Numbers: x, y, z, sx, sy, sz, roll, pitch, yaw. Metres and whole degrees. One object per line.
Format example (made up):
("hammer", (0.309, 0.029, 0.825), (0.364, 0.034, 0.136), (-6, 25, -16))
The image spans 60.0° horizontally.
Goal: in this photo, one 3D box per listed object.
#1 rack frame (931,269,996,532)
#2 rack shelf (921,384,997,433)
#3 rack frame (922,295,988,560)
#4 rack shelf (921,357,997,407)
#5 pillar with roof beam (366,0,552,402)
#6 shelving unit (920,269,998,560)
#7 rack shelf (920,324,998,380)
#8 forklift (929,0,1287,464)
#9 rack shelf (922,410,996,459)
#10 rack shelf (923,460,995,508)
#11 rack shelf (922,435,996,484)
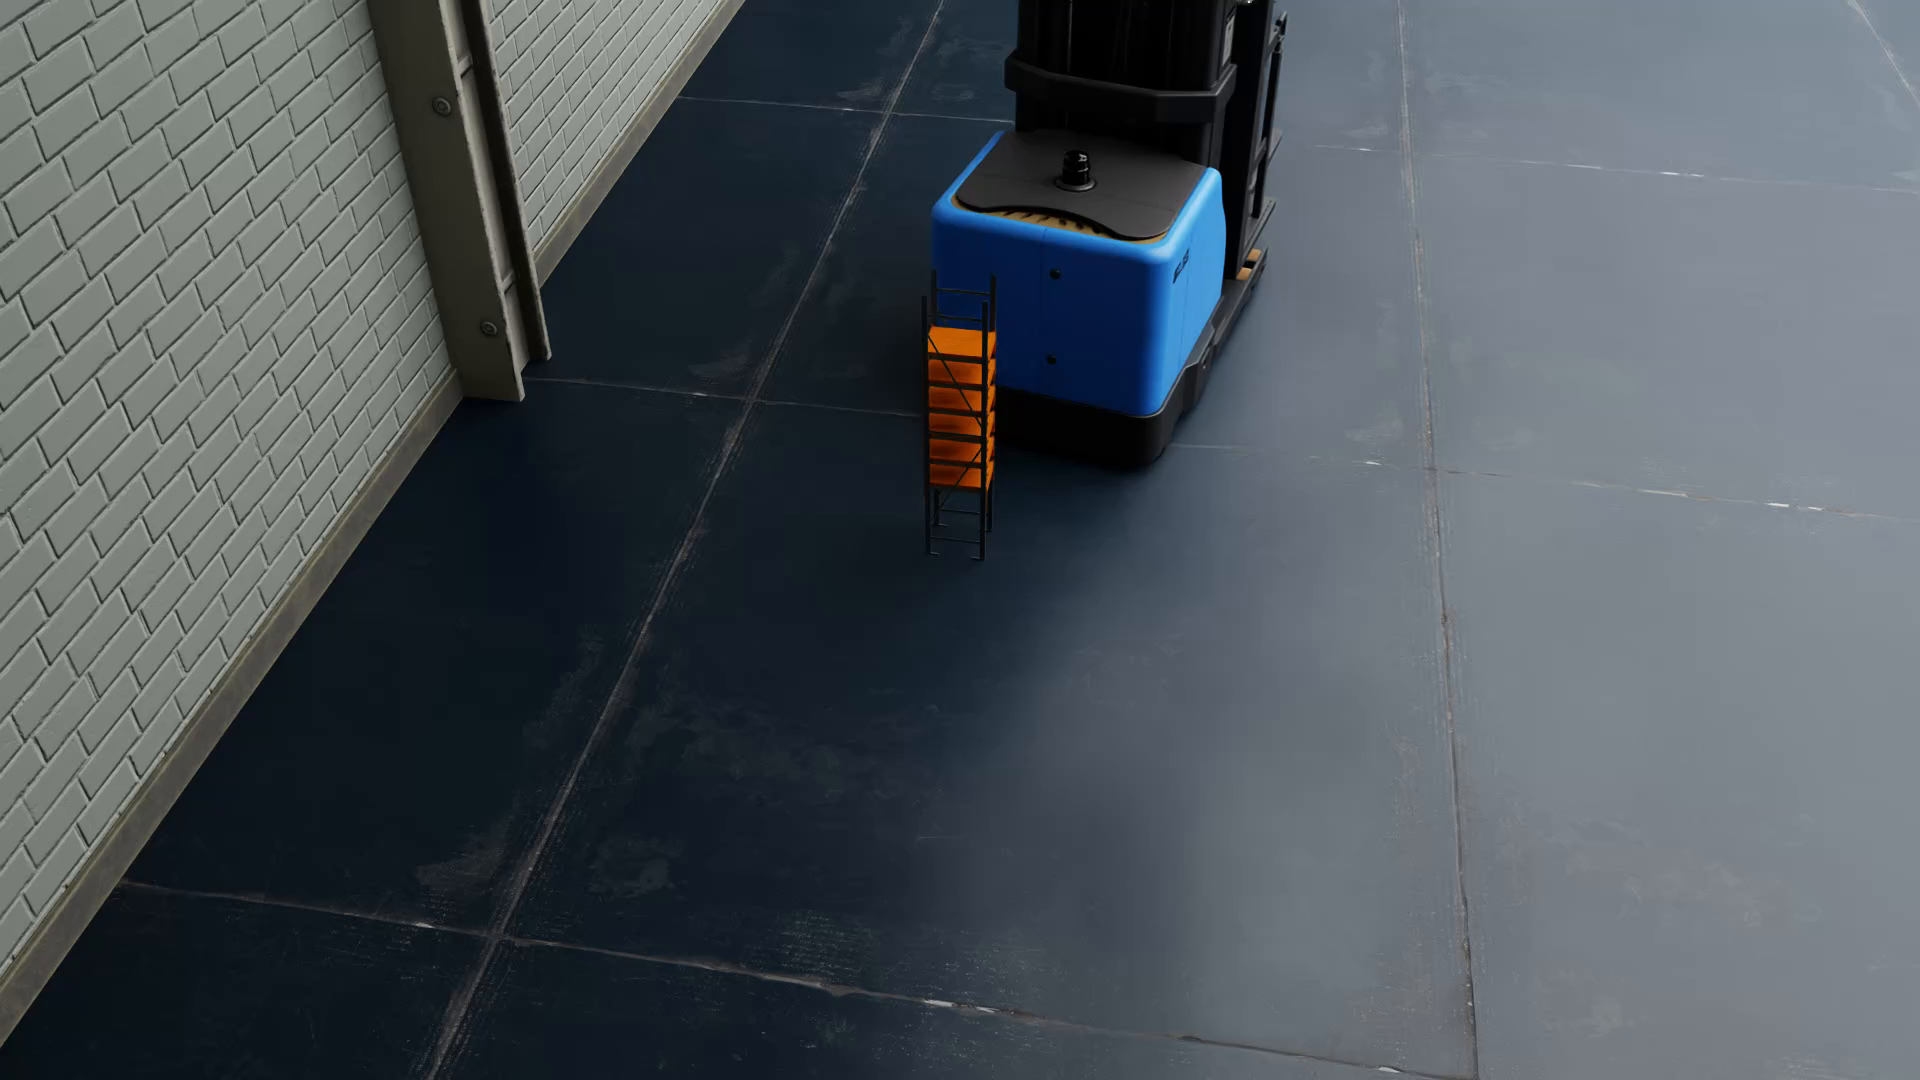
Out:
("rack frame", (0.013, -0.511, 6.426), (0.240, 1.200, 0.006), (6, 40, 8))
("rack shelf", (-0.002, -0.512, 6.309), (0.258, 0.103, 0.180), (6, 40, 8))
("rack frame", (-0.018, -0.396, 6.287), (0.240, 1.200, 0.006), (6, 40, 8))
("rack shelf", (-0.002, -0.604, 6.232), (0.258, 0.103, 0.180), (6, 40, 8))
("pillar with roof beam", (2.140, -3.758, 4.233), (9.100, 9.000, 0.400), (6, 40, 8))
("shelving unit", (-0.002, -0.453, 6.357), (0.258, 1.200, 0.189), (6, 40, 8))
("rack shelf", (-0.002, -0.697, 6.156), (0.258, 0.103, 0.180), (6, 40, 8))
("forklift", (0.887, -2.393, 7.344), (1.130, 2.935, 3.031), (14, 42, 17))
("rack shelf", (-0.003, -0.419, 6.385), (0.258, 0.103, 0.180), (6, 40, 8))
("rack shelf", (-0.003, -0.234, 6.538), (0.258, 0.103, 0.180), (6, 40, 8))
("rack shelf", (-0.003, -0.327, 6.461), (0.258, 0.103, 0.180), (6, 40, 8))
